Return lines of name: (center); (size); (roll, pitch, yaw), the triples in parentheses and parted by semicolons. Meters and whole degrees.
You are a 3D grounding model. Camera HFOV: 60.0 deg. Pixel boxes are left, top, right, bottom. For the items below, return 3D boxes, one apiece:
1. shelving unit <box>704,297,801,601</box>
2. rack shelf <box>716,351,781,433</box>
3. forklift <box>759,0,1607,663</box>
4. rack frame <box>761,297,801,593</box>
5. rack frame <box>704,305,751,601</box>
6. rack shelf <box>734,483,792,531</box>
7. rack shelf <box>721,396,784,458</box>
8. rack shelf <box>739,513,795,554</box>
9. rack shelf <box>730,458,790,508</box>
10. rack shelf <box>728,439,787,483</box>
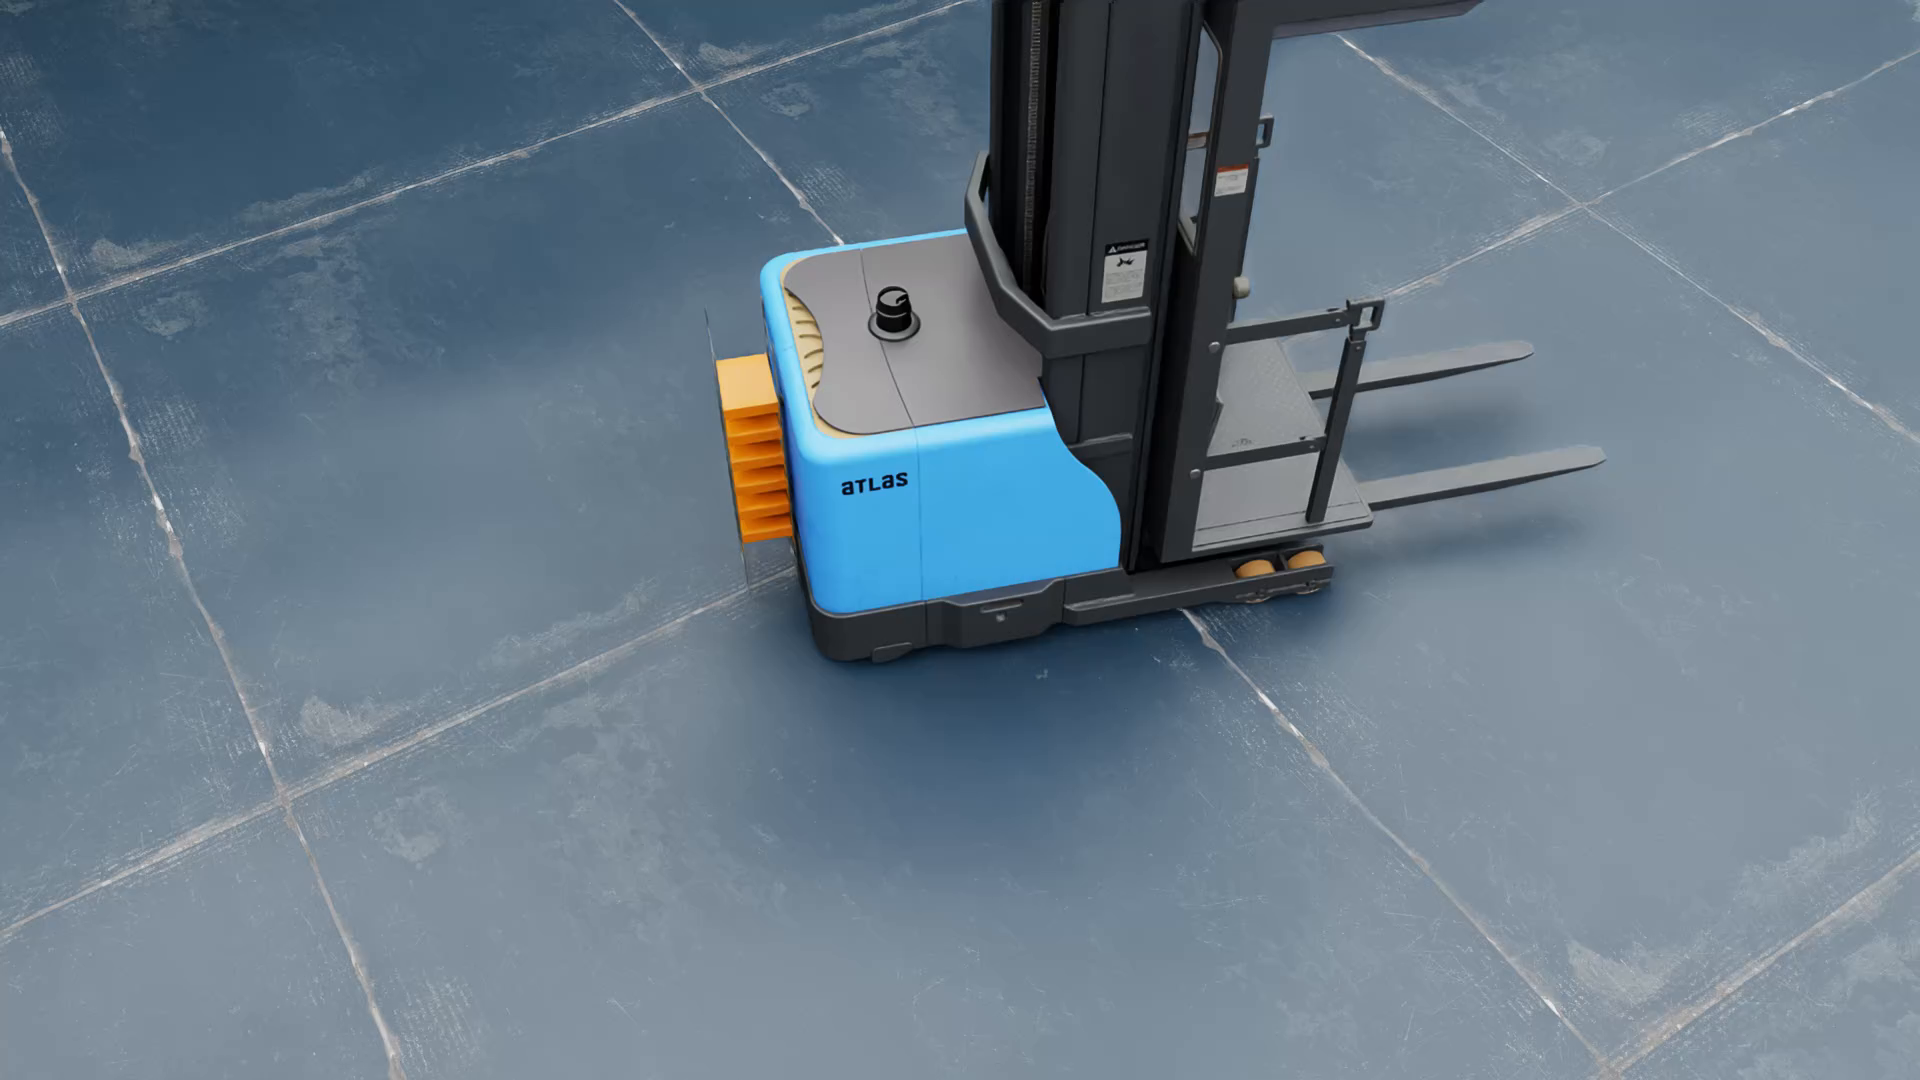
shelving unit: (-0.699, -0.278, 5.694); (0.189, 1.200, 0.258); (-10, 49, -8)
rack shelf: (-0.699, -0.488, 5.459); (0.180, 0.103, 0.258); (-10, 49, -8)
forklift: (0.875, -1.123, 5.288); (3.031, 2.935, 1.130); (-10, 49, -8)
rack frame: (-0.610, -0.293, 5.708); (0.006, 1.200, 0.240); (-10, 49, -8)
rack frame: (-0.788, -0.263, 5.681); (0.006, 1.200, 0.240); (-10, 49, -8)
rack shelf: (-0.699, -0.169, 5.817); (0.180, 0.103, 0.258); (-10, 49, -8)
rack shelf: (-0.699, -0.408, 5.548); (0.180, 0.103, 0.258); (-10, 49, -8)
rack shelf: (-0.699, -0.089, 5.907); (0.180, 0.103, 0.258); (-10, 49, -8)
rack shelf: (-0.699, -0.249, 5.727); (0.180, 0.103, 0.258); (-10, 49, -8)
rack shelf: (-0.699, -0.328, 5.638); (0.180, 0.103, 0.258); (-10, 49, -8)
